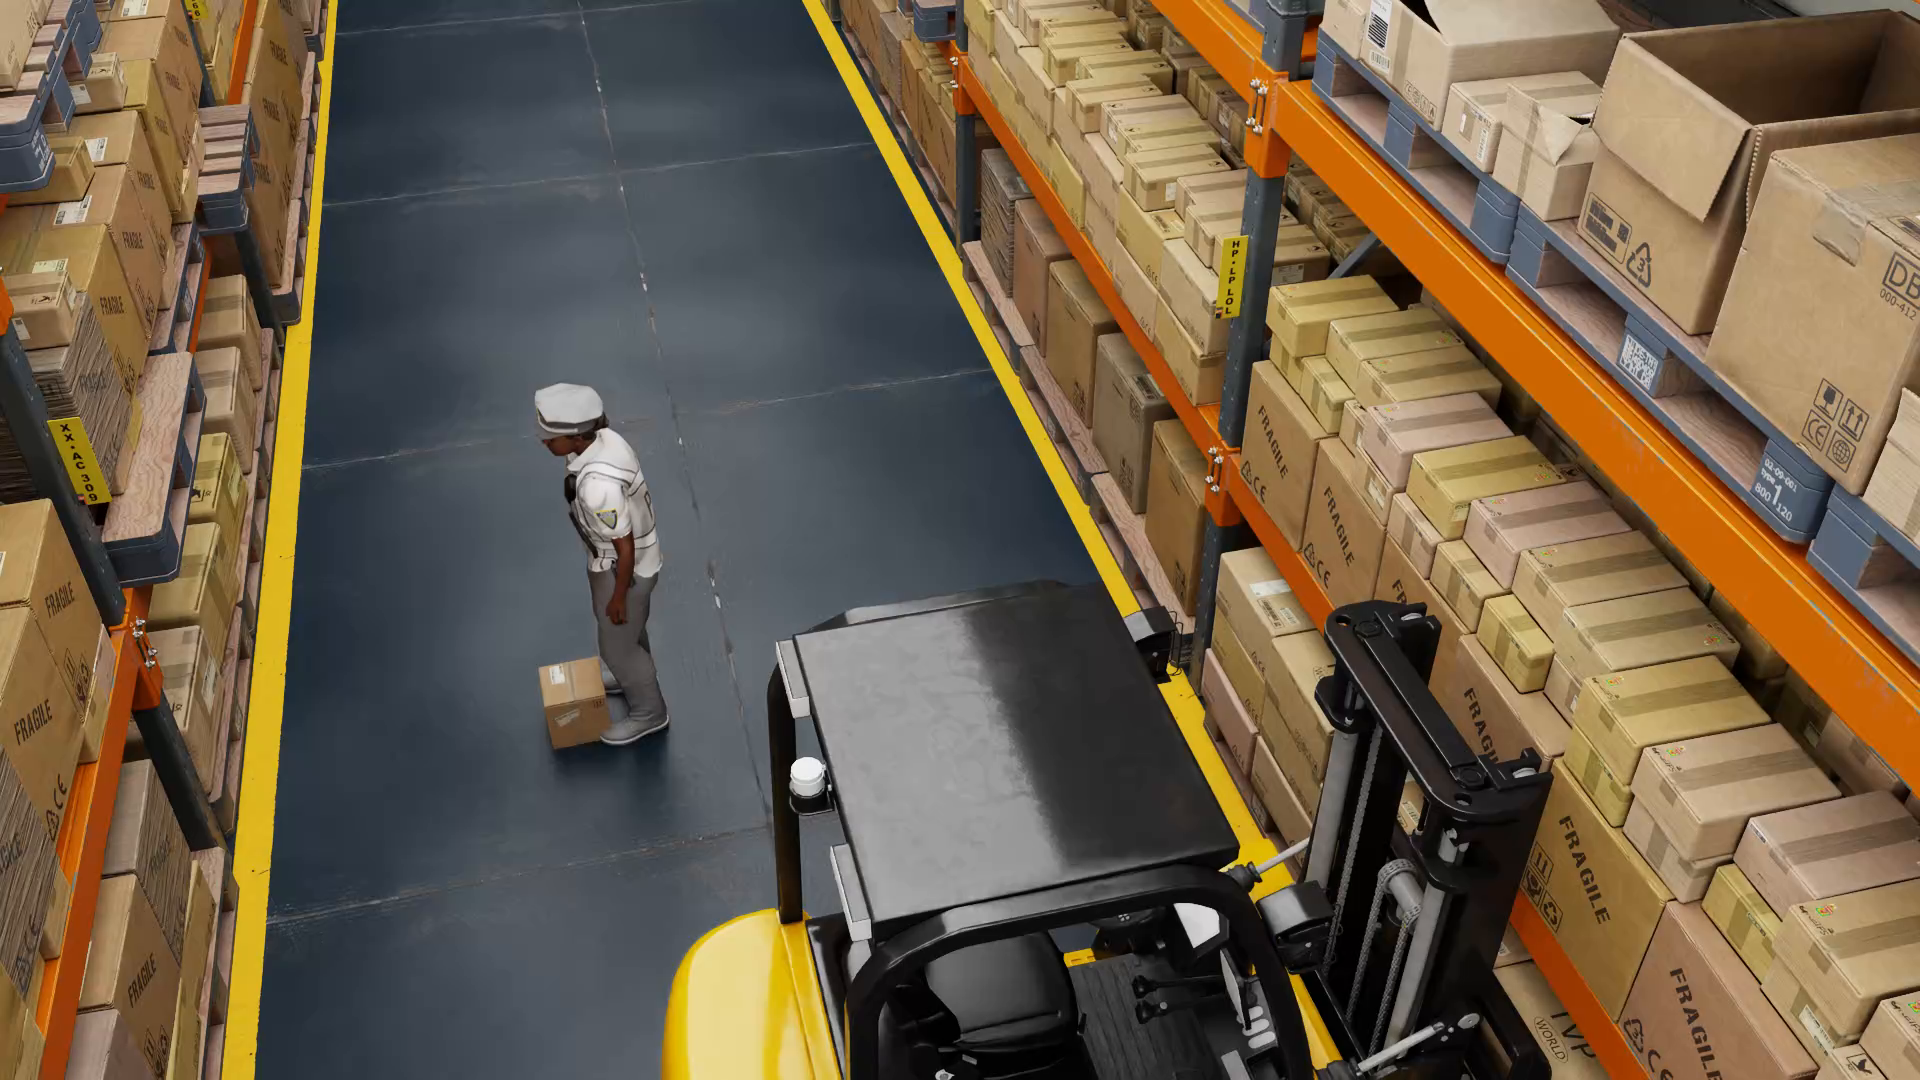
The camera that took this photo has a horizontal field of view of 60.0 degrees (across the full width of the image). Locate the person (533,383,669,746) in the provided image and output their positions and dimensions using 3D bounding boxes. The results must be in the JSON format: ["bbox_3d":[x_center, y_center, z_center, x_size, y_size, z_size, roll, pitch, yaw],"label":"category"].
[{"bbox_3d":[-1.386,0.089,6.600,0.397,1.661,0.531,-12,40,-14],"label":"person"}]
